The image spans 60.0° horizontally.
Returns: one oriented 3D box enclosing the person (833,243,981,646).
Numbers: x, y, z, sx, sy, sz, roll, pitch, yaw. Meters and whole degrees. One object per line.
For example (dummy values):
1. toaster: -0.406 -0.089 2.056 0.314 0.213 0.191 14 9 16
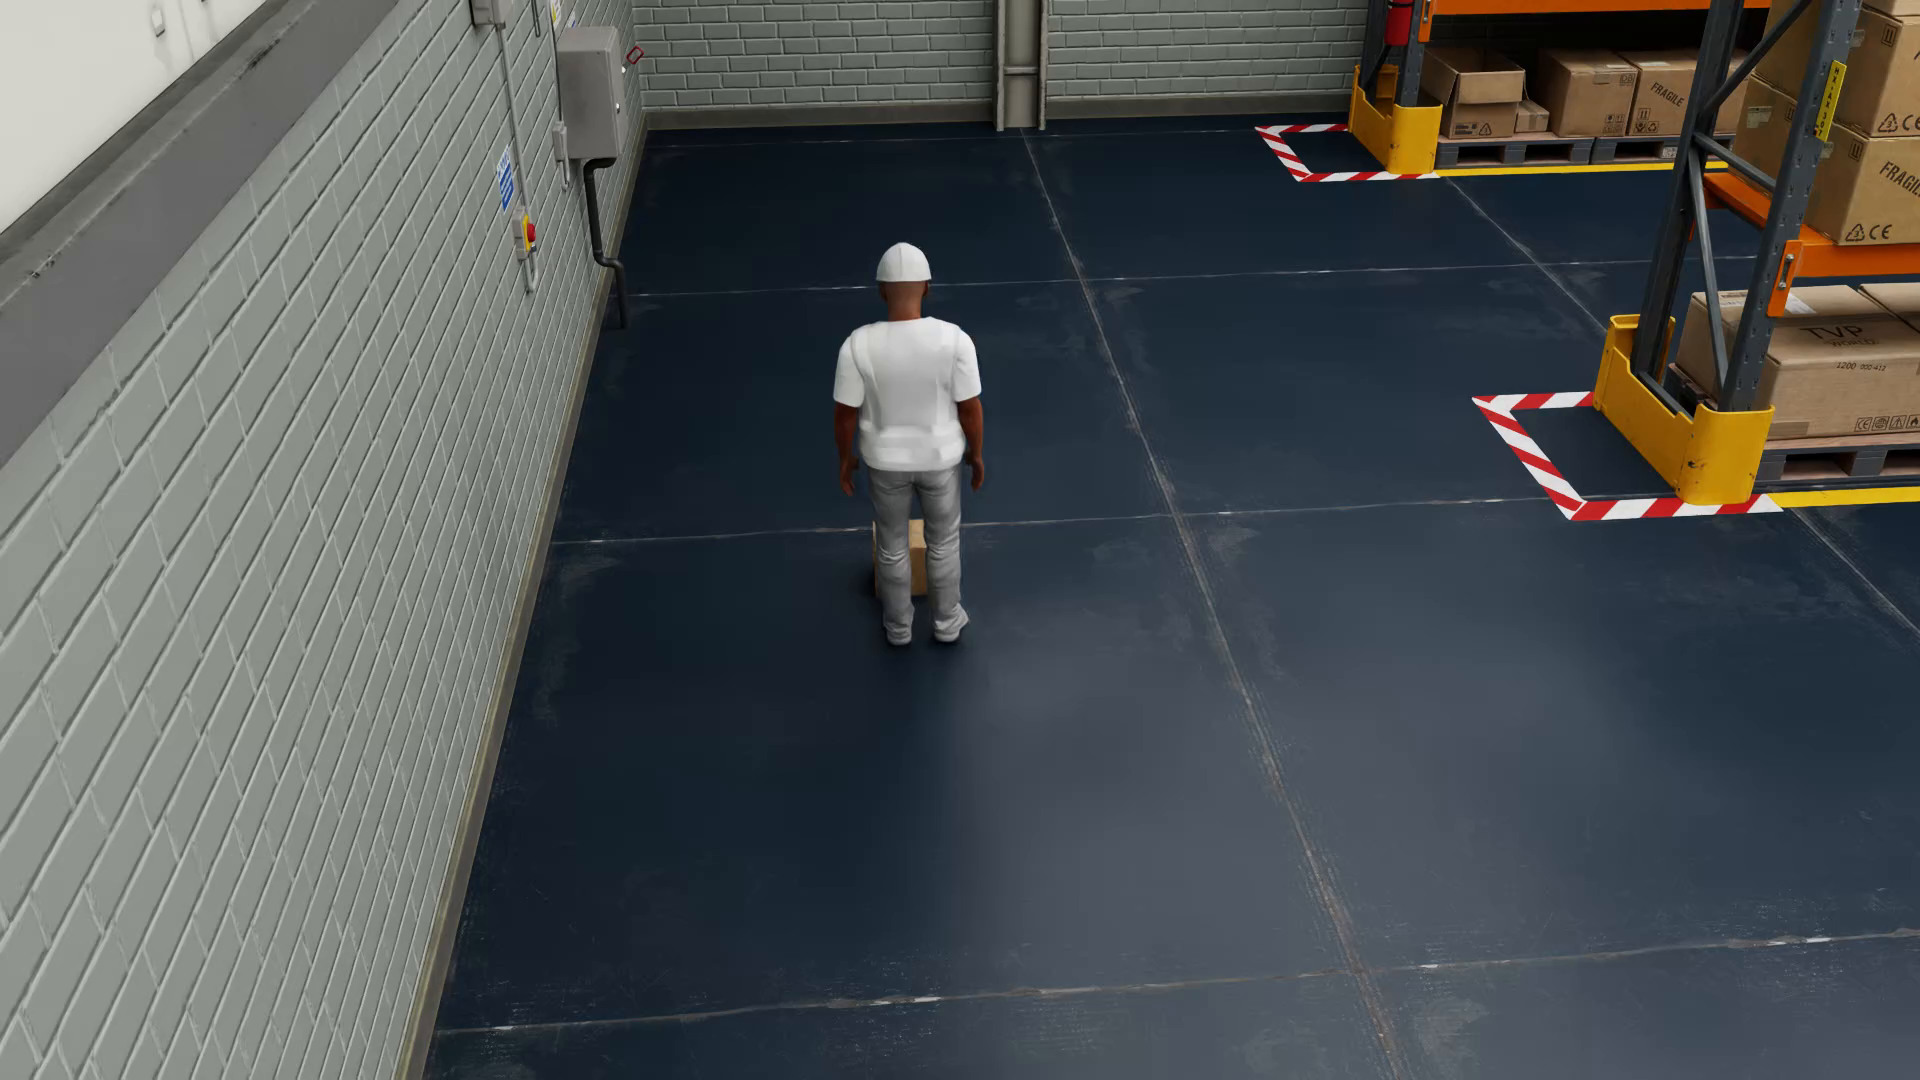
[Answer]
1. person: -0.205 -0.349 6.667 0.571 1.789 0.443 0 31 -1
